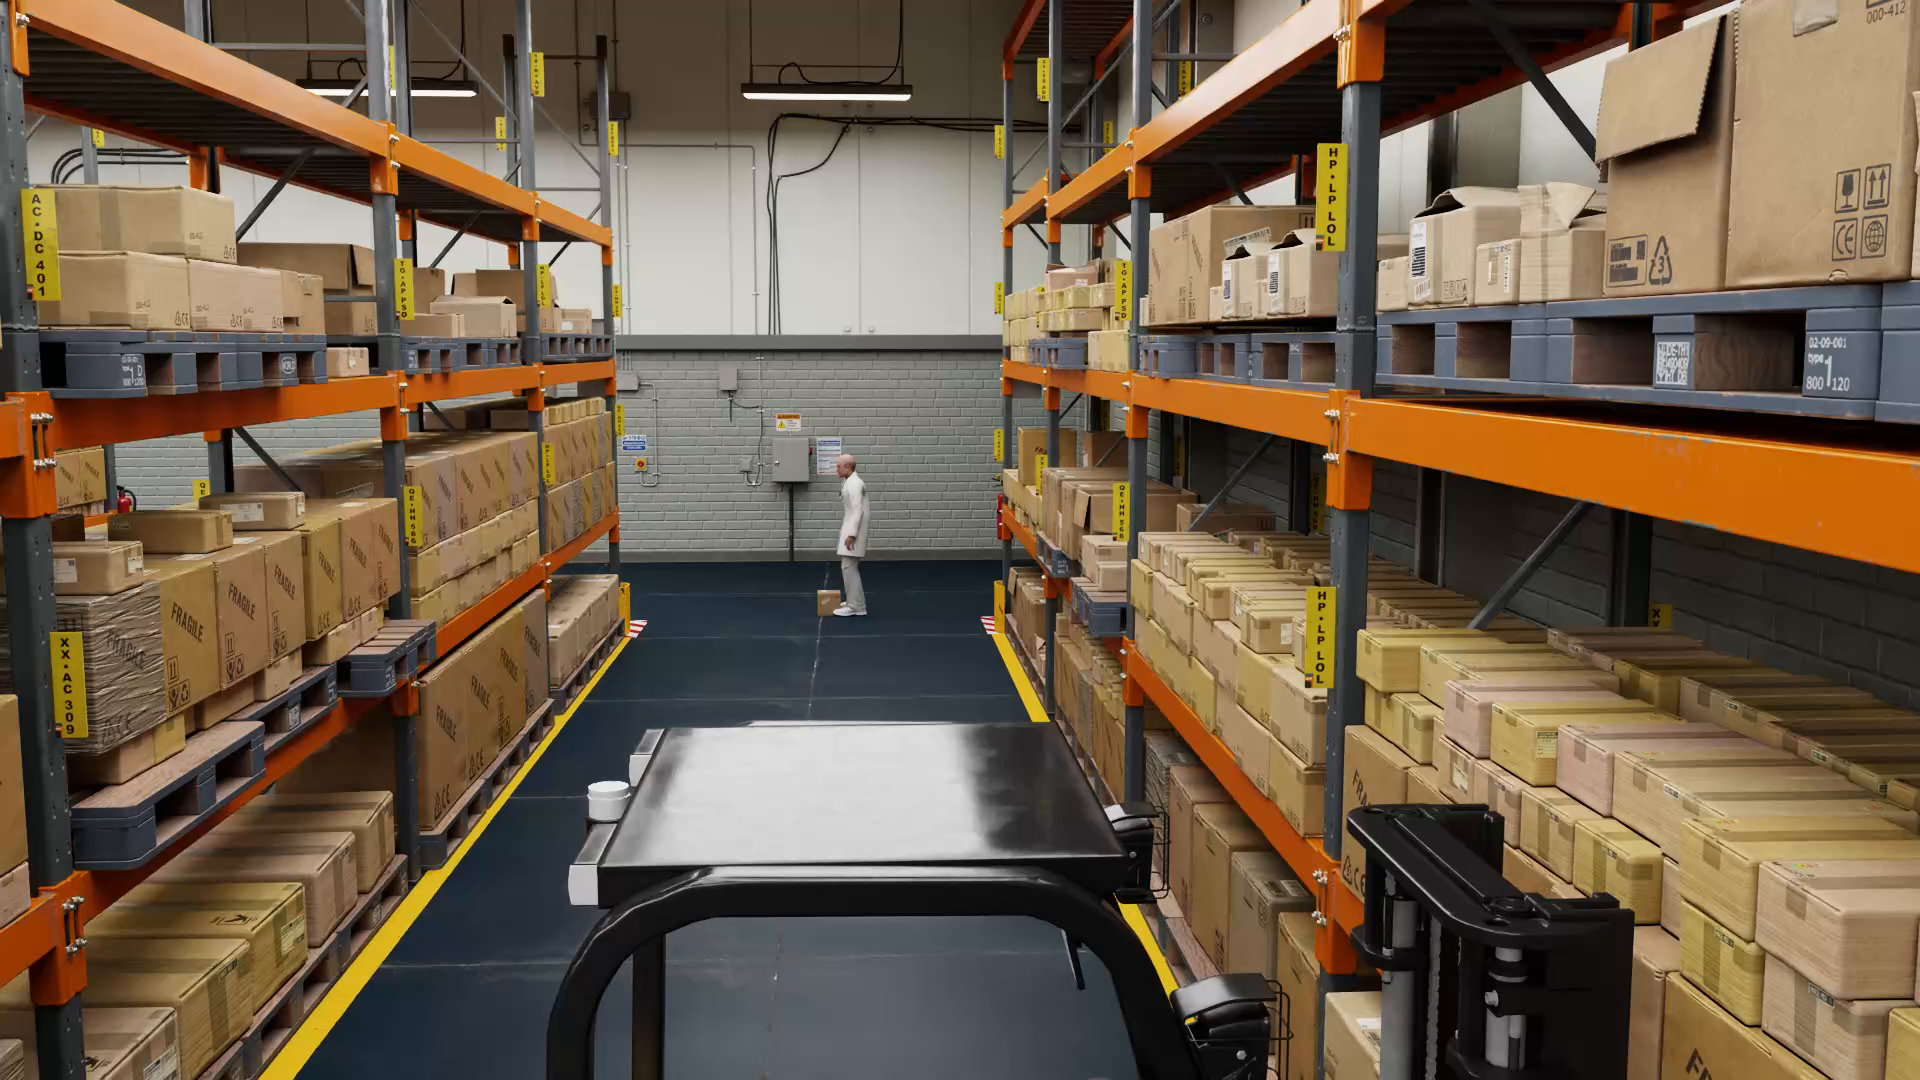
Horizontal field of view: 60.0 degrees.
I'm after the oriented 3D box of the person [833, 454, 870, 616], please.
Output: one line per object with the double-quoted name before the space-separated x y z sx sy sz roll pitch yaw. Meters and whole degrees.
"person" -1.200 -0.061 18.323 0.423 1.774 0.653 -1 7 -7
